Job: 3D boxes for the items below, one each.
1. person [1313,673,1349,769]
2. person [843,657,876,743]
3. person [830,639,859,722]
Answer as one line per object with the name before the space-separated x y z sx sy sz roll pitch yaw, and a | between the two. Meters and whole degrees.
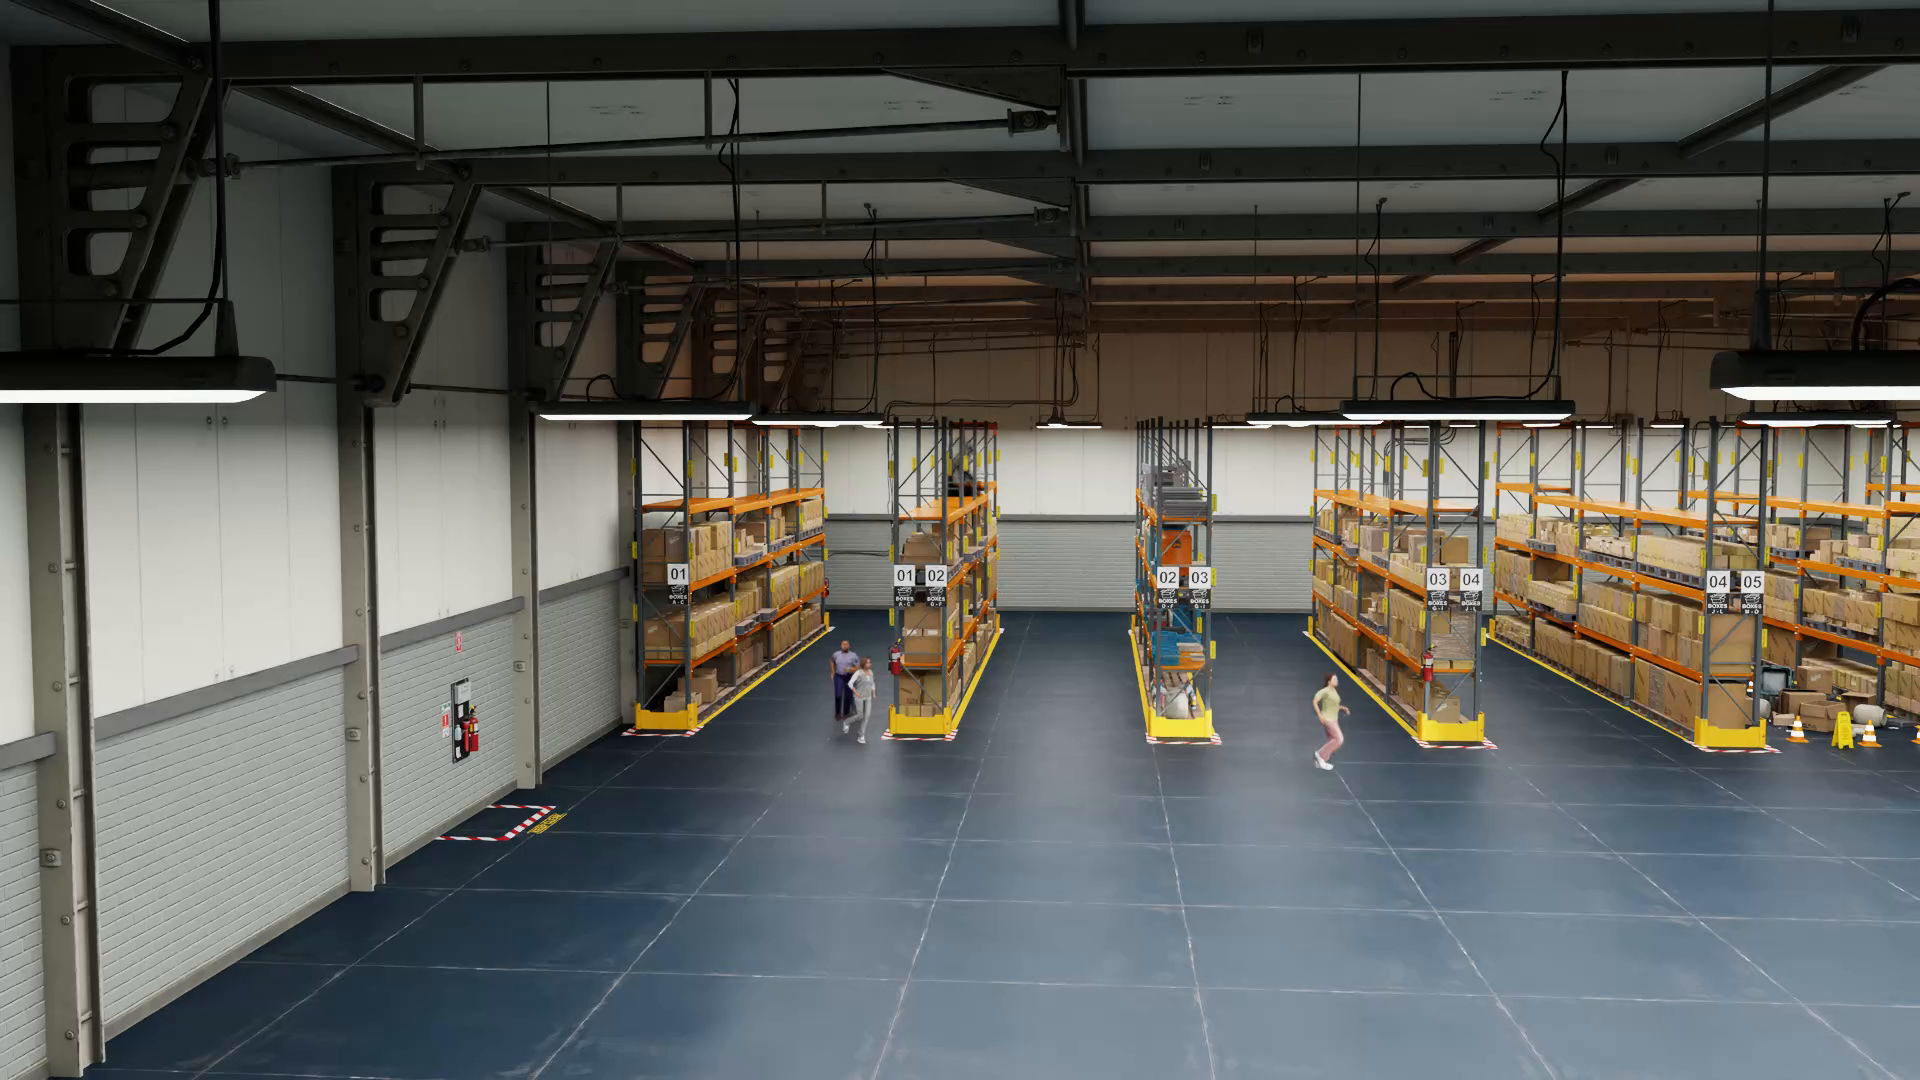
person | 6.288 3.061 28.144 0.550 1.638 0.573 2 4 33
person | -1.788 2.944 30.785 0.593 1.537 0.692 -3 5 -38
person | -2.283 2.767 32.794 0.575 1.625 0.645 0 4 -3
